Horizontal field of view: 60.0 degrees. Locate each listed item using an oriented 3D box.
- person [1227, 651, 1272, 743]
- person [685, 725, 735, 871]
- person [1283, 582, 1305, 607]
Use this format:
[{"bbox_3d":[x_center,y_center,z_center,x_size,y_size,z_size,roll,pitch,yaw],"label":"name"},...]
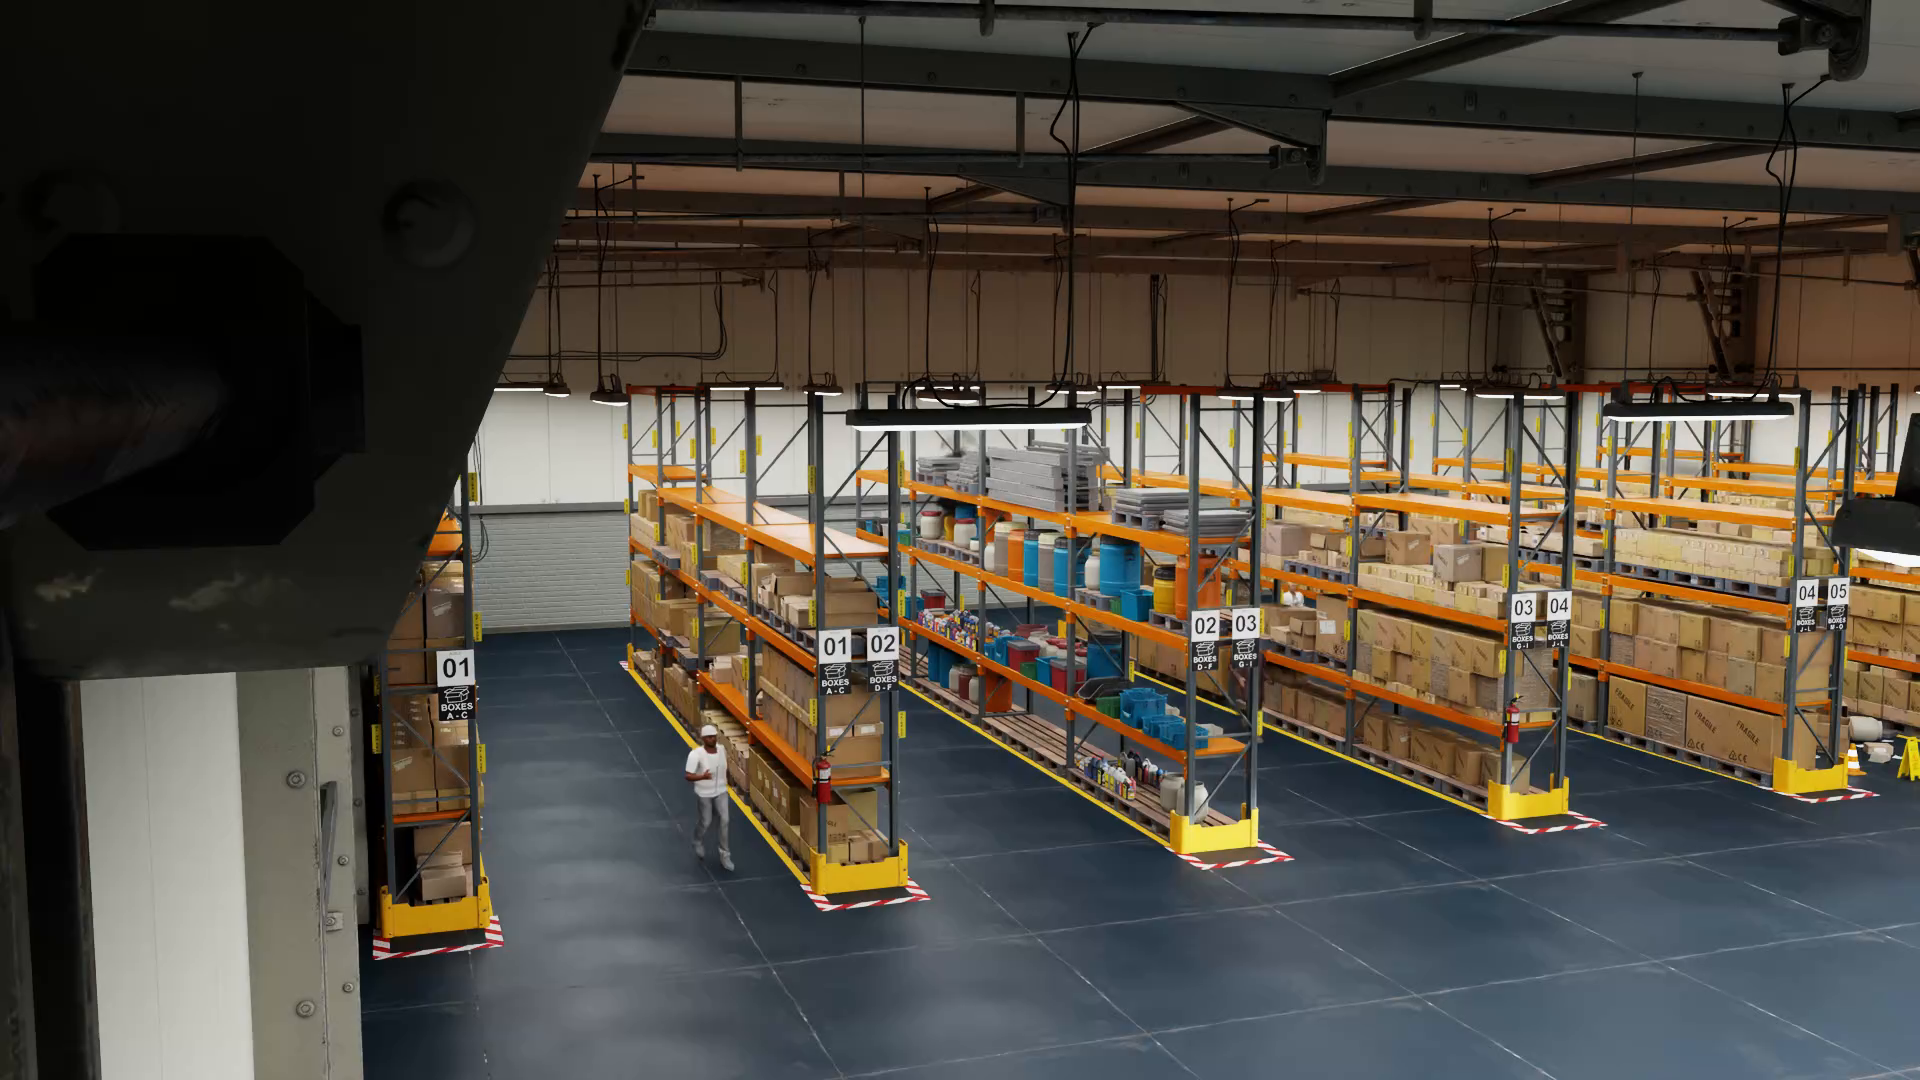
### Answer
[{"bbox_3d":[4.961,2.538,28.492,0.711,1.754,0.900,-2,6,-21],"label":"person"},{"bbox_3d":[-3.169,3.242,21.173,0.688,1.787,0.891,-4,7,-33],"label":"person"},{"bbox_3d":[7.166,1.761,35.769,0.679,1.773,0.743,-1,6,-9],"label":"person"}]
